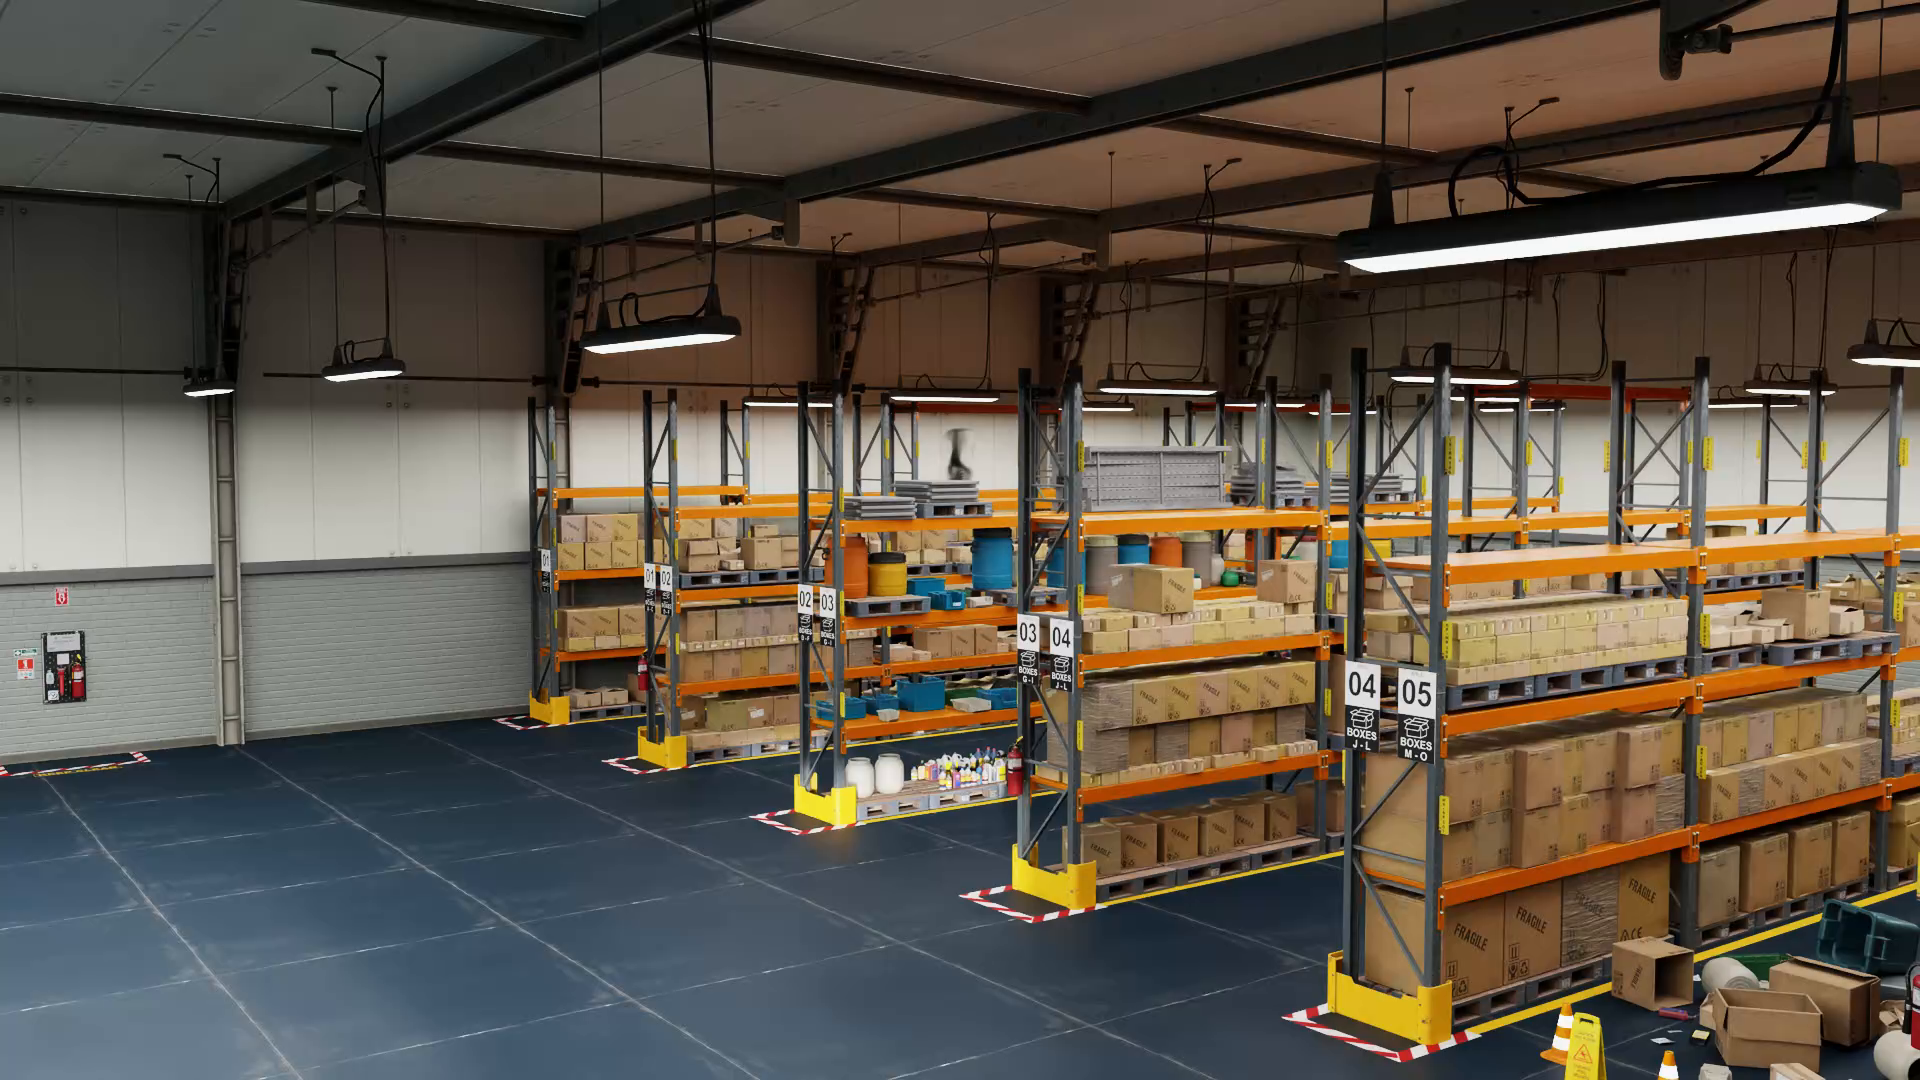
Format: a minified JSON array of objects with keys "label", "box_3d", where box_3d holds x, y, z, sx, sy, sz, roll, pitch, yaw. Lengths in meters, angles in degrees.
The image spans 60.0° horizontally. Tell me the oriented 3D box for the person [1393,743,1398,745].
[{"label":"person","box_3d":[5.099,3.152,19.145,0.642,1.700,0.885,3,4,38]}]
